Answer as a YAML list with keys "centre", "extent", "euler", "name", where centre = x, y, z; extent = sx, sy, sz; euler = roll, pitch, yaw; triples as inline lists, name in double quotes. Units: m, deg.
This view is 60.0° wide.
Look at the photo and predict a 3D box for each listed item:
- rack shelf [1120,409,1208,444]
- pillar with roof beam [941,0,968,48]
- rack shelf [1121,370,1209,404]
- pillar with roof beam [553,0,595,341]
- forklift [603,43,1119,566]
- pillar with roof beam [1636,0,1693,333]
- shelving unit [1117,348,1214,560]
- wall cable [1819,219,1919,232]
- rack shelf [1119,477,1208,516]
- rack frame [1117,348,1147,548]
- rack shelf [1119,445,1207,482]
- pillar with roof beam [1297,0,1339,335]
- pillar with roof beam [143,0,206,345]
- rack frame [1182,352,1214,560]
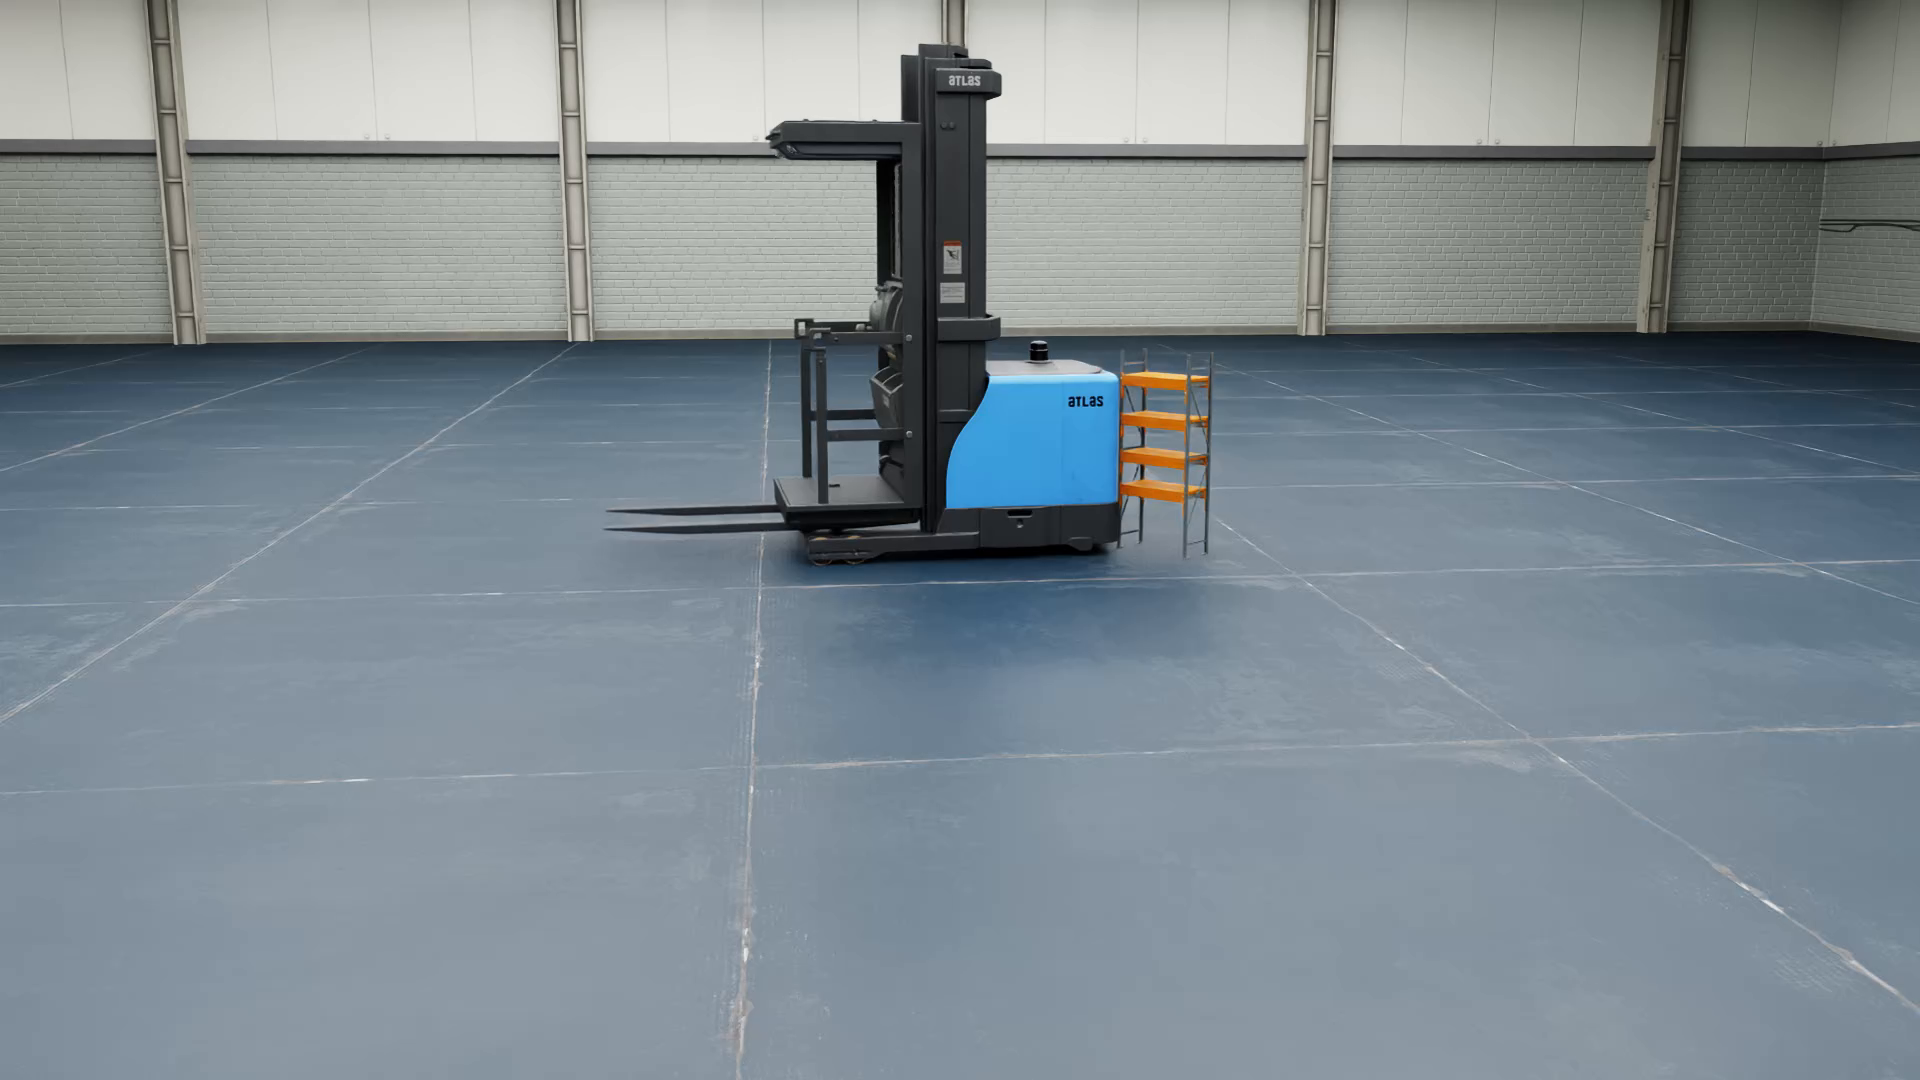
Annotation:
- centre: [1.220, -0.677, 9.890]
  extent: [0.480, 0.148, 0.258]
  euler: [10, 15, 43]
  name: "rack shelf"
- centre: [0.380, -6.906, 22.167]
  extent: [0.400, 9.000, 9.100]
  euler: [-1, 11, -6]
  name: "pillar with roof beam"
- centre: [1.220, -0.909, 9.845]
  extent: [0.480, 0.148, 0.258]
  euler: [10, 15, 43]
  name: "rack shelf"
- centre: [-5.585, -6.781, 21.531]
  extent: [0.400, 9.000, 9.100]
  euler: [-1, 11, -6]
  name: "pillar with roof beam"
- centre: [-0.618, -1.399, 9.887]
  extent: [3.031, 2.935, 1.130]
  euler: [-2, 11, -10]
  name: "forklift"
- centre: [12.310, -7.156, 23.439]
  extent: [0.400, 9.000, 9.100]
  euler: [-1, 11, -6]
  name: "pillar with roof beam"
- centre: [1.220, -0.524, 9.921]
  extent: [0.503, 1.200, 0.258]
  euler: [10, 15, 43]
  name: "shelving unit"
- centre: [14.916, -6.265, 26.960]
  extent: [0.112, 2.526, 3.097]
  euler: [-1, 11, -6]
  name: "wall cable"
- centre: [1.220, -0.263, 9.972]
  extent: [0.480, 0.148, 0.258]
  euler: [10, 15, 43]
  name: "rack shelf"
- centre: [1.043, -0.556, 10.086]
  extent: [0.015, 1.200, 0.240]
  euler: [10, 15, 43]
  name: "rack frame"
- centre: [1.220, -0.457, 9.933]
  extent: [0.480, 0.148, 0.258]
  euler: [10, 15, 43]
  name: "rack shelf"
- centre: [6.345, -7.031, 22.803]
  extent: [0.400, 9.000, 9.100]
  euler: [-1, 11, -6]
  name: "pillar with roof beam"
- centre: [-11.550, -6.656, 20.895]
  extent: [0.400, 9.000, 9.100]
  euler: [-1, 11, -6]
  name: "pillar with roof beam"
- centre: [1.396, -0.491, 9.755]
  extent: [0.015, 1.200, 0.240]
  euler: [10, 15, 43]
  name: "rack frame"
